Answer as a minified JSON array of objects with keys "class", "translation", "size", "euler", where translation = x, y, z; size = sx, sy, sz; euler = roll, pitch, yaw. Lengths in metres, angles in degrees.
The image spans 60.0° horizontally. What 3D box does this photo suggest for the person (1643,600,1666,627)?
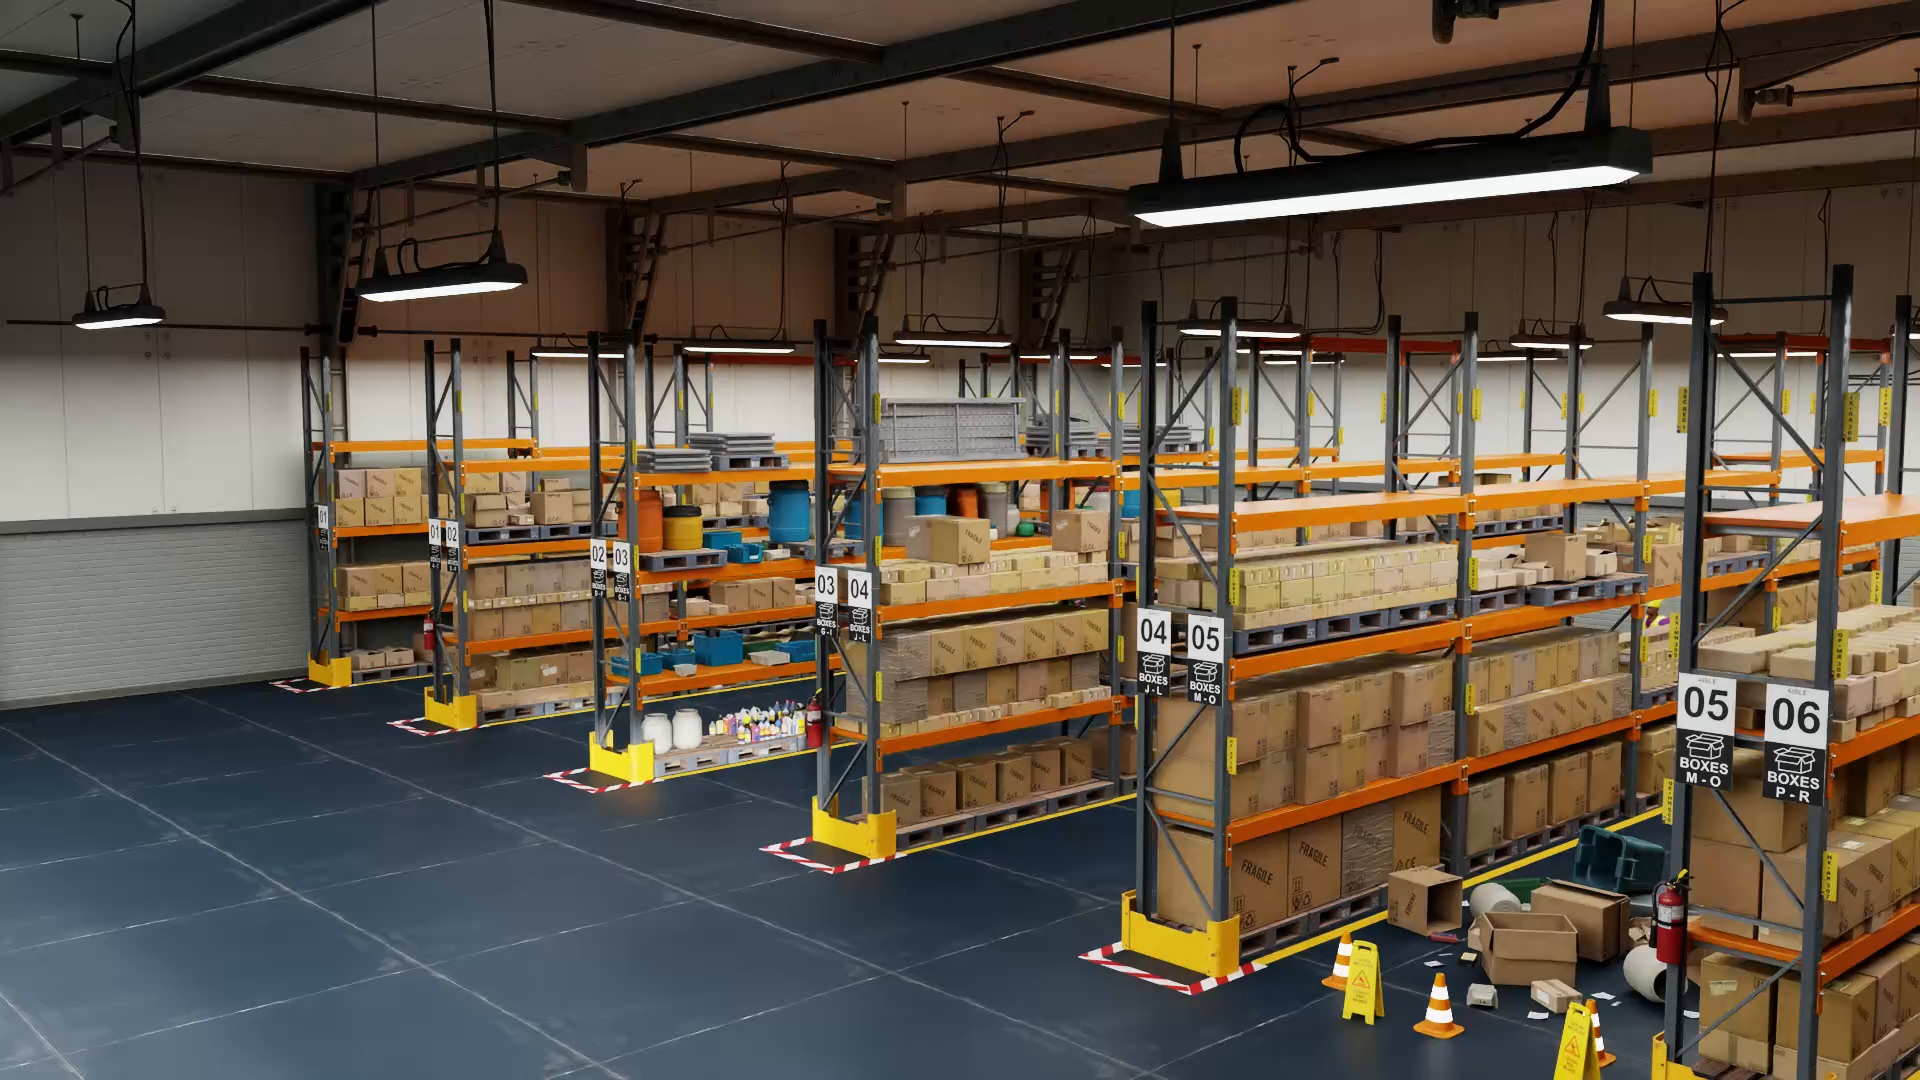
[{"class":"person","translation":[11.667,1.520,27.954],"size":[0.545,1.056,0.638],"euler":[5,7,43]}]
